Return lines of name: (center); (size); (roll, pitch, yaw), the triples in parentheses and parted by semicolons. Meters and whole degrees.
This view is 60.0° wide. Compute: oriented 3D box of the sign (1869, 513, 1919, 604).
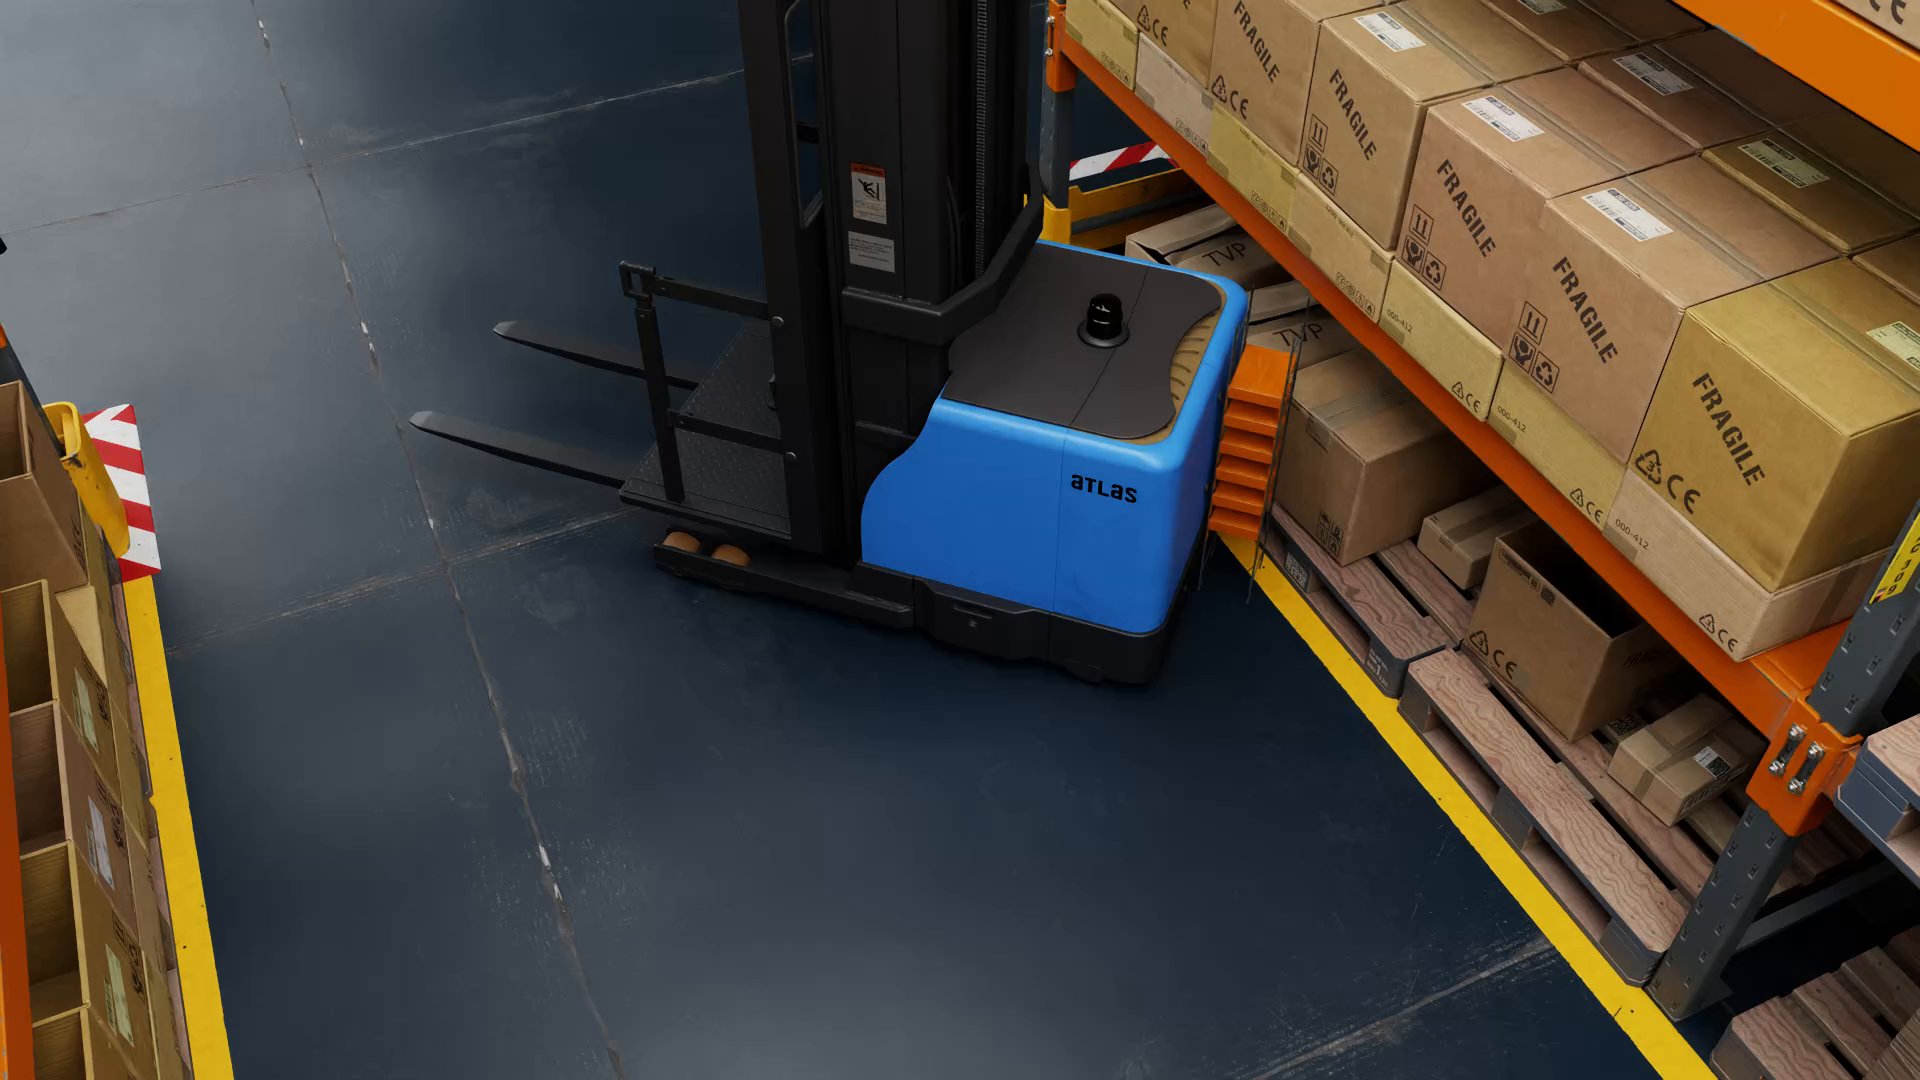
sign: (2.009, 0.008, 3.490); (0.100, 0.325, 0.005); (-18, 47, -17)

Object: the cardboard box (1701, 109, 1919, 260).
cardboard box: (2.276, -0.762, 4.445); (0.500, 0.500, 0.500); (-18, 47, -18)

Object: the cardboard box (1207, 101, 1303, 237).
cardboard box: (1.173, -1.294, 5.518); (0.500, 0.250, 0.500); (-19, 48, -18)

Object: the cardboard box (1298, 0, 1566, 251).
cardboard box: (1.382, -1.251, 4.941); (0.500, 0.500, 0.500); (-17, 47, -16)

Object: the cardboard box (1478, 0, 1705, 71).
cardboard box: (1.843, -1.409, 5.101); (0.500, 0.500, 0.500); (-17, 47, -17)

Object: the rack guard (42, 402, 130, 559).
rack guard: (-3.687, -0.058, 5.953); (1.175, 0.500, 0.348); (-18, 47, -17)

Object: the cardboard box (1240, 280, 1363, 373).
cardboard box: (1.265, -0.767, 6.493); (0.500, 0.311, 0.500); (-14, 46, -14)

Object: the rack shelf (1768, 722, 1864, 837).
rack shelf: (3.339, 1.681, 2.923); (1.077, 0.370, 4.000); (-18, 47, -17)

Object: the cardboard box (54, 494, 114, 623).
cardboard box: (-3.183, 0.151, 5.620); (0.500, 0.250, 0.500); (-18, 47, -17)

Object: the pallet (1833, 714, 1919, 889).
pallet: (2.687, 0.749, 3.492); (1.003, 0.211, 1.213); (-18, 47, -17)

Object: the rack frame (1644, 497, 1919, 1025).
rack frame: (2.498, 0.151, 3.962); (1.000, 3.000, 0.127); (-18, 47, -17)

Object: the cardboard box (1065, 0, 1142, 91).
cardboard box: (0.733, -1.947, 6.180); (0.500, 0.250, 0.500); (-19, 48, -19)

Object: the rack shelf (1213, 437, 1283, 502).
rack shelf: (0.995, -0.267, 5.729); (0.180, 0.103, 0.258); (15, 46, 14)

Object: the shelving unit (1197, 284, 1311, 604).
shelving unit: (0.995, -0.298, 5.698); (0.189, 1.200, 0.258); (15, 46, 14)

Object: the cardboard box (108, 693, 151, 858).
cardboard box: (-2.751, 0.784, 4.978); (0.500, 0.250, 0.500); (-18, 47, -17)

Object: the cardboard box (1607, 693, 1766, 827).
cardboard box: (2.246, 0.671, 5.139); (0.380, 0.166, 0.250); (-24, 49, -22)

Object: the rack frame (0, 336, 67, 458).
rack frame: (-3.677, -0.933, 5.060); (1.000, 3.000, 0.127); (-18, 47, -17)

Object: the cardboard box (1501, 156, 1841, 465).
cardboard box: (1.803, -0.596, 4.277); (0.500, 0.500, 0.500); (-18, 47, -18)

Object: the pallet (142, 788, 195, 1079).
pallet: (-2.808, 1.311, 4.771); (1.003, 0.211, 1.213); (-18, 47, -17)

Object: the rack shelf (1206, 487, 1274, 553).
rack shelf: (0.995, -0.096, 5.898); (0.180, 0.103, 0.258); (15, 46, 14)

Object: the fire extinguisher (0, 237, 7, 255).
fire extinguisher: (-3.305, -1.118, 5.302); (0.296, 0.674, 0.183); (-18, 47, -17)

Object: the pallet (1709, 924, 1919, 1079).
pallet: (2.826, 1.639, 4.439); (1.003, 0.211, 1.213); (-18, 47, -17)

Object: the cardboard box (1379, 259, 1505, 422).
cardboard box: (1.596, -0.651, 4.867); (0.500, 0.250, 0.500); (-18, 47, -18)

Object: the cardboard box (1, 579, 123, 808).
cardboard box: (-2.748, 0.516, 4.716); (0.500, 0.500, 0.500); (-18, 47, -17)

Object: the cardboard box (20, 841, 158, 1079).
cardboard box: (-2.327, 1.153, 4.070); (0.500, 0.500, 0.500); (-18, 47, -17)

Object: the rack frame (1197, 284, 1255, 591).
rack frame: (0.910, -0.321, 5.721); (0.006, 1.200, 0.240); (15, 46, 14)

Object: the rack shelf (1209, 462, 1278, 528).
rack shelf: (0.995, -0.181, 5.813); (0.180, 0.103, 0.258); (15, 46, 14)

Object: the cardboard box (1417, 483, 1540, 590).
cardboard box: (1.843, -0.016, 5.847); (0.380, 0.149, 0.250); (-22, 49, -21)

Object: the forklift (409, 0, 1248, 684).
forklift: (-0.586, -1.195, 5.374); (3.031, 2.935, 1.130); (14, 46, 14)

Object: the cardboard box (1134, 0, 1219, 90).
cardboard box: (0.943, -1.908, 5.607); (0.500, 0.500, 0.500); (-18, 47, -17)

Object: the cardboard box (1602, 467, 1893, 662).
cardboard box: (2.024, -0.015, 4.222); (0.500, 0.250, 0.500); (-18, 47, -17)

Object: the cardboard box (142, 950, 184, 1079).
cardboard box: (-2.326, 1.420, 4.334); (0.500, 0.250, 0.500); (-18, 47, -17)
